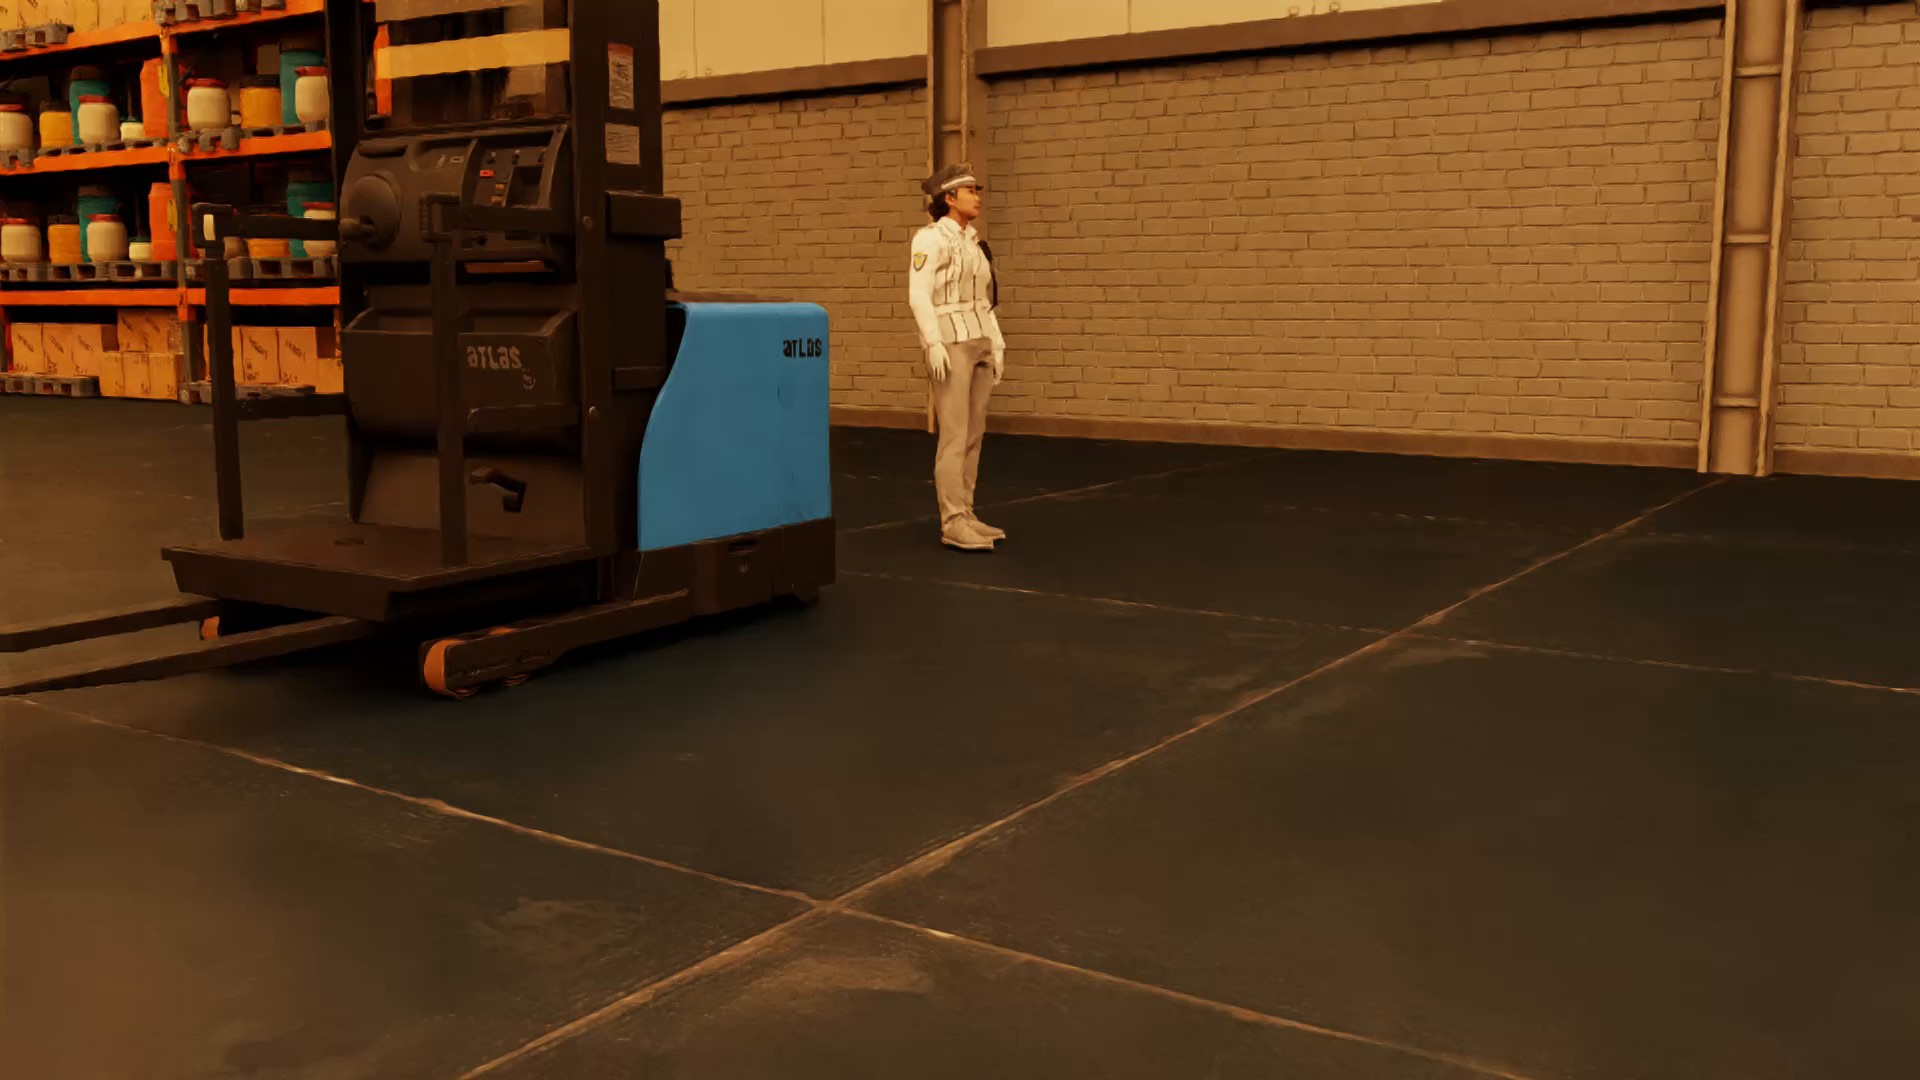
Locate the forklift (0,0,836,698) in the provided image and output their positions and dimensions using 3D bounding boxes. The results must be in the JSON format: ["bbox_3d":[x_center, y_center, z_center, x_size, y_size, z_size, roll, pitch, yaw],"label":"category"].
[{"bbox_3d":[-1.659,-1.093,4.876,1.130,2.935,3.031,5,10,32],"label":"forklift"}]

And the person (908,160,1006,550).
[{"bbox_3d":[0.052,-0.840,7.440,0.532,1.695,0.586,5,10,34],"label":"person"}]
